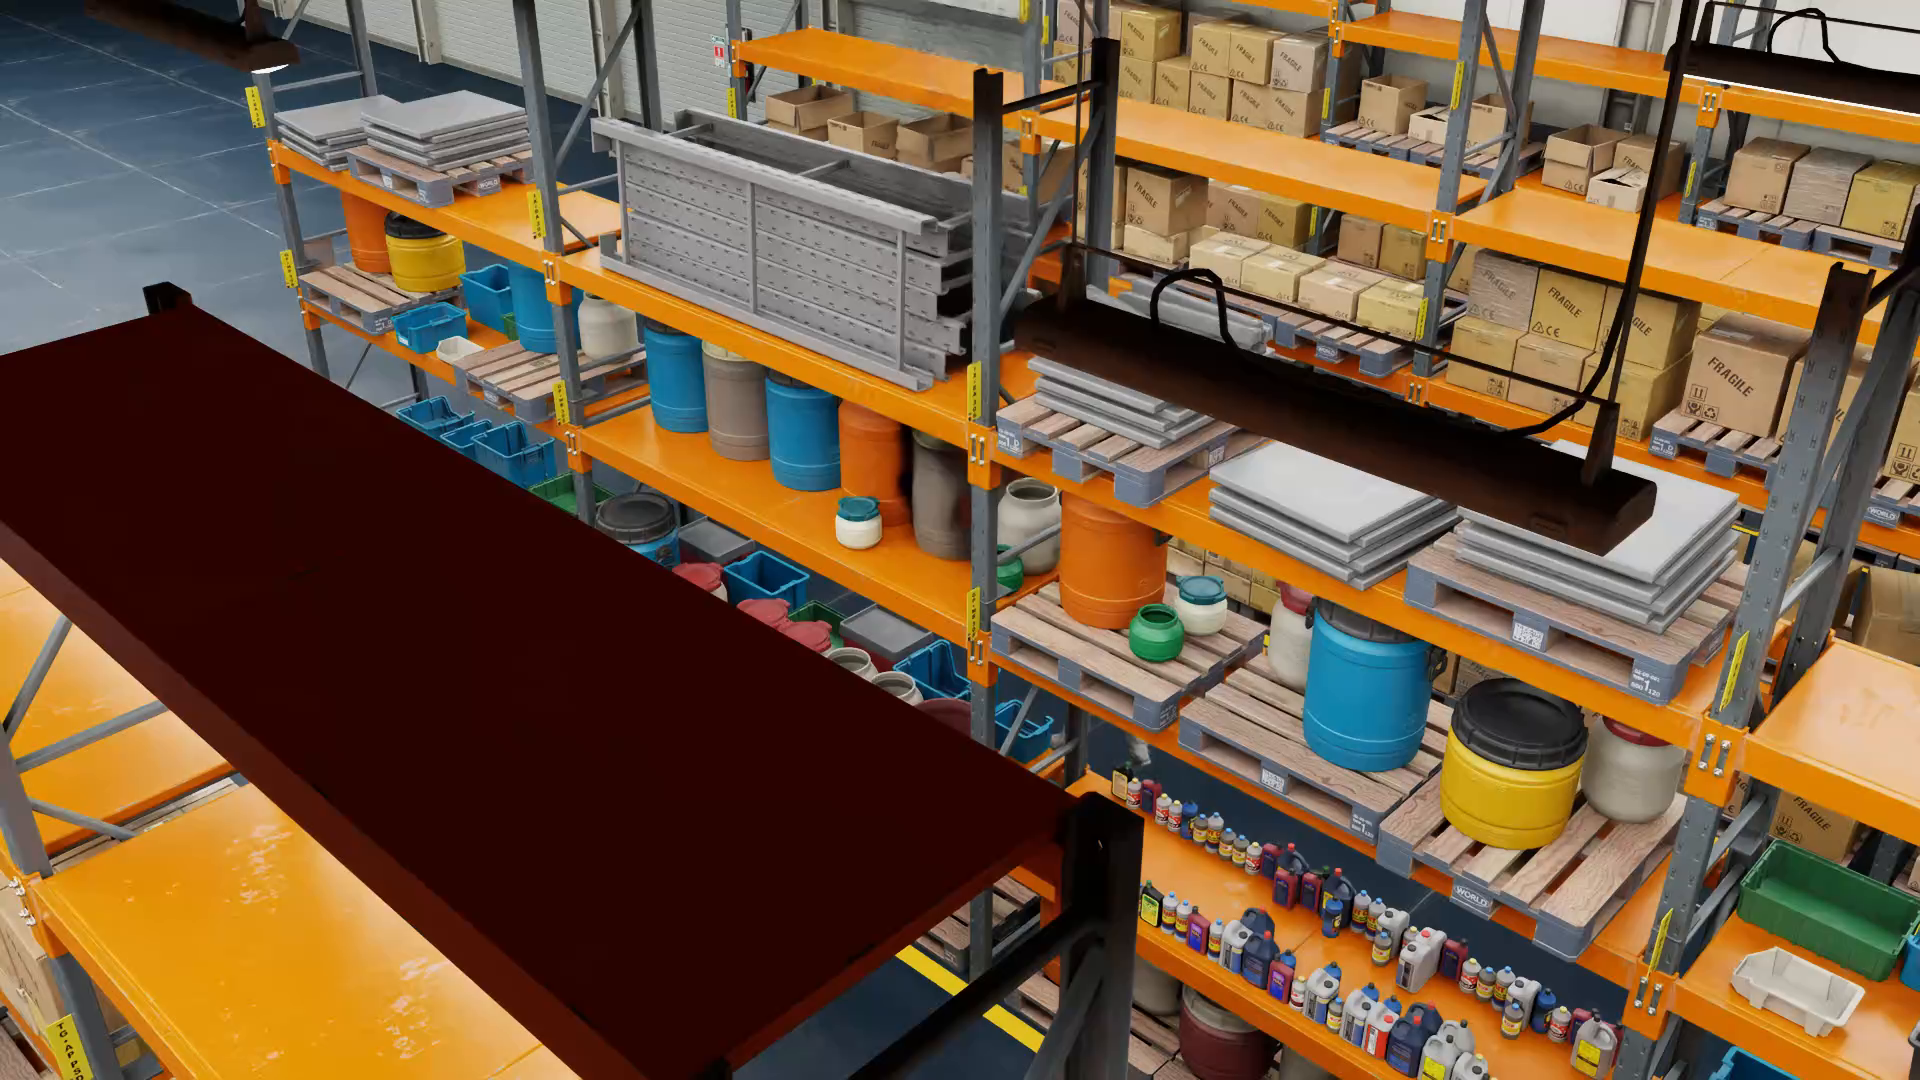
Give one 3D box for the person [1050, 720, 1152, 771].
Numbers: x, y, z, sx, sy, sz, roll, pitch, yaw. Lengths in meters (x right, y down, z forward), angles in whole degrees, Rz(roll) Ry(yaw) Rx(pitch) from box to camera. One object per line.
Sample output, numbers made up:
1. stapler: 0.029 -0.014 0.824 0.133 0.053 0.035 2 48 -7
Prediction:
1. person: 1.036 0.968 12.240 0.880 1.709 0.607 26 38 38
